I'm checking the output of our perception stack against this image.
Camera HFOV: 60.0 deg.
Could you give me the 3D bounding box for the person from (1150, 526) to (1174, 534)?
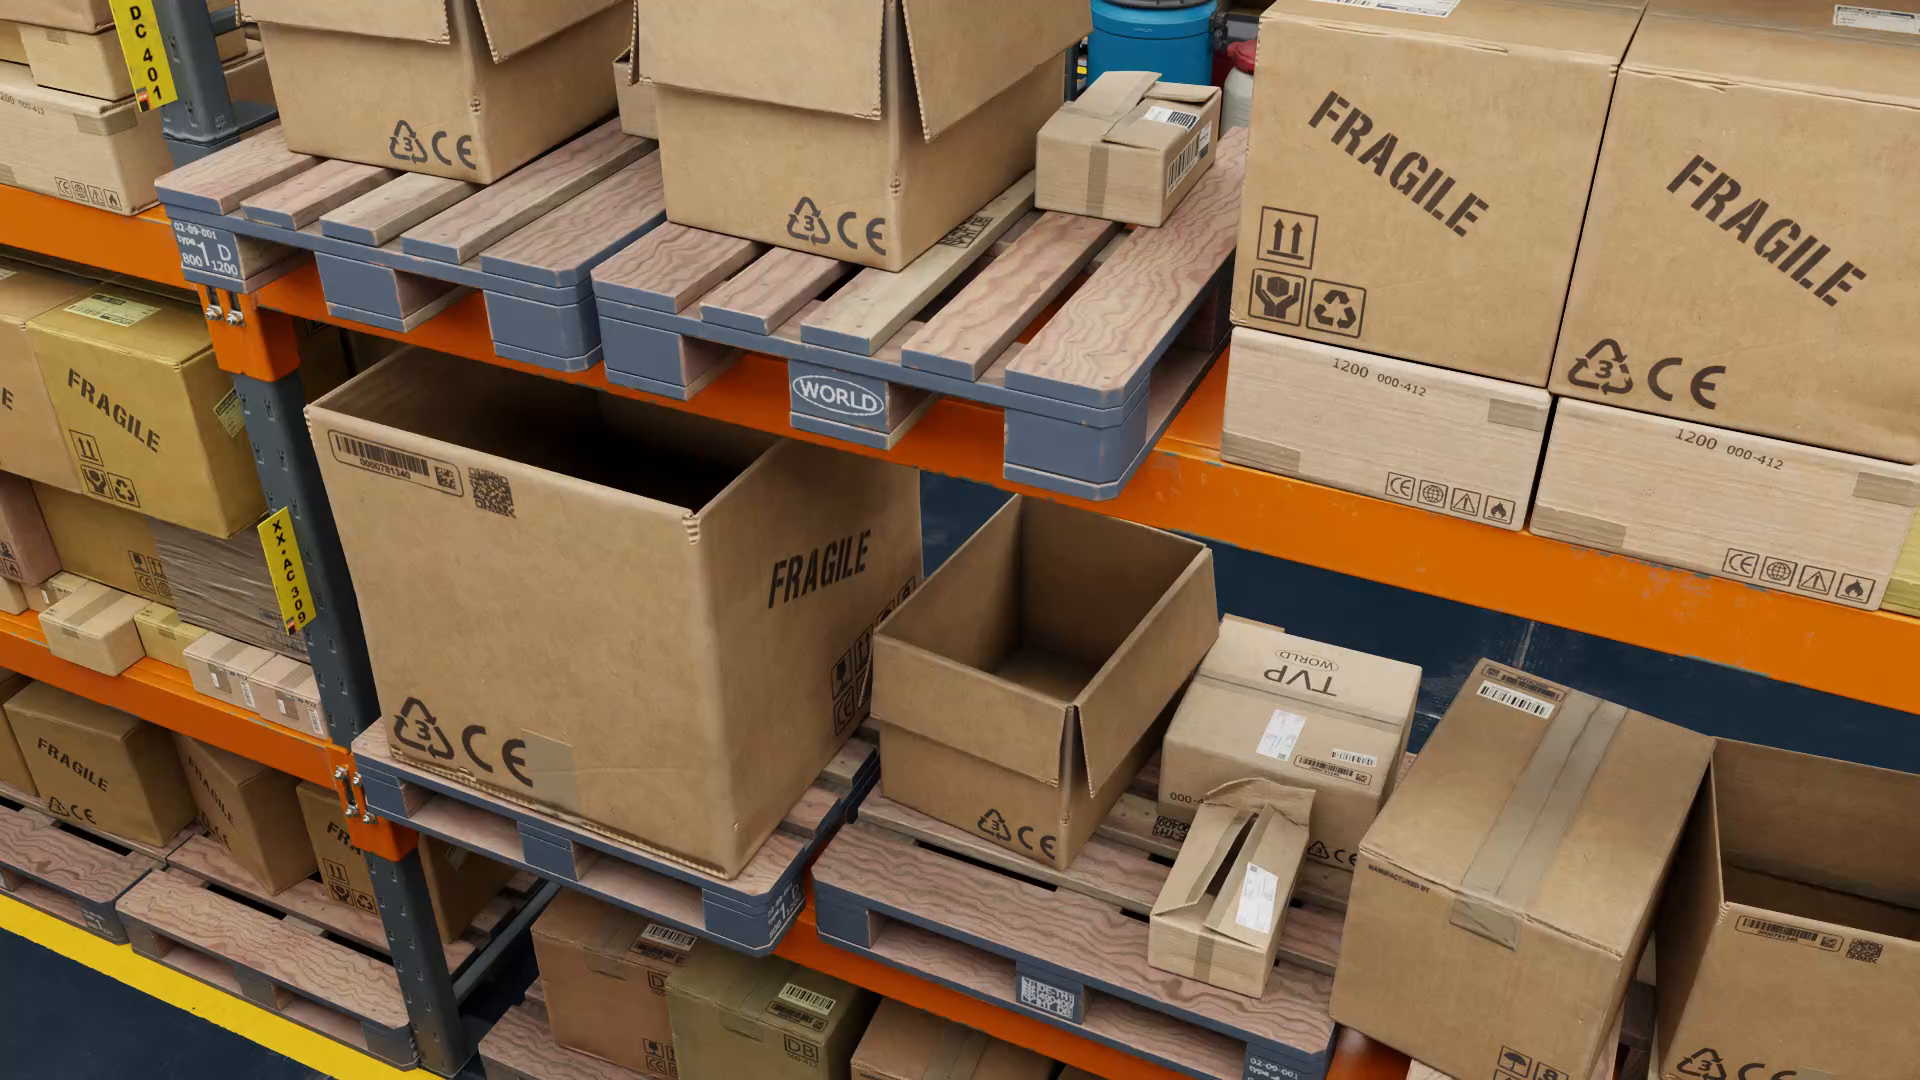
[{"bbox_3d":[0.733,-0.201,6.458,0.592,1.676,0.470,8,35,12],"label":"person"}]
